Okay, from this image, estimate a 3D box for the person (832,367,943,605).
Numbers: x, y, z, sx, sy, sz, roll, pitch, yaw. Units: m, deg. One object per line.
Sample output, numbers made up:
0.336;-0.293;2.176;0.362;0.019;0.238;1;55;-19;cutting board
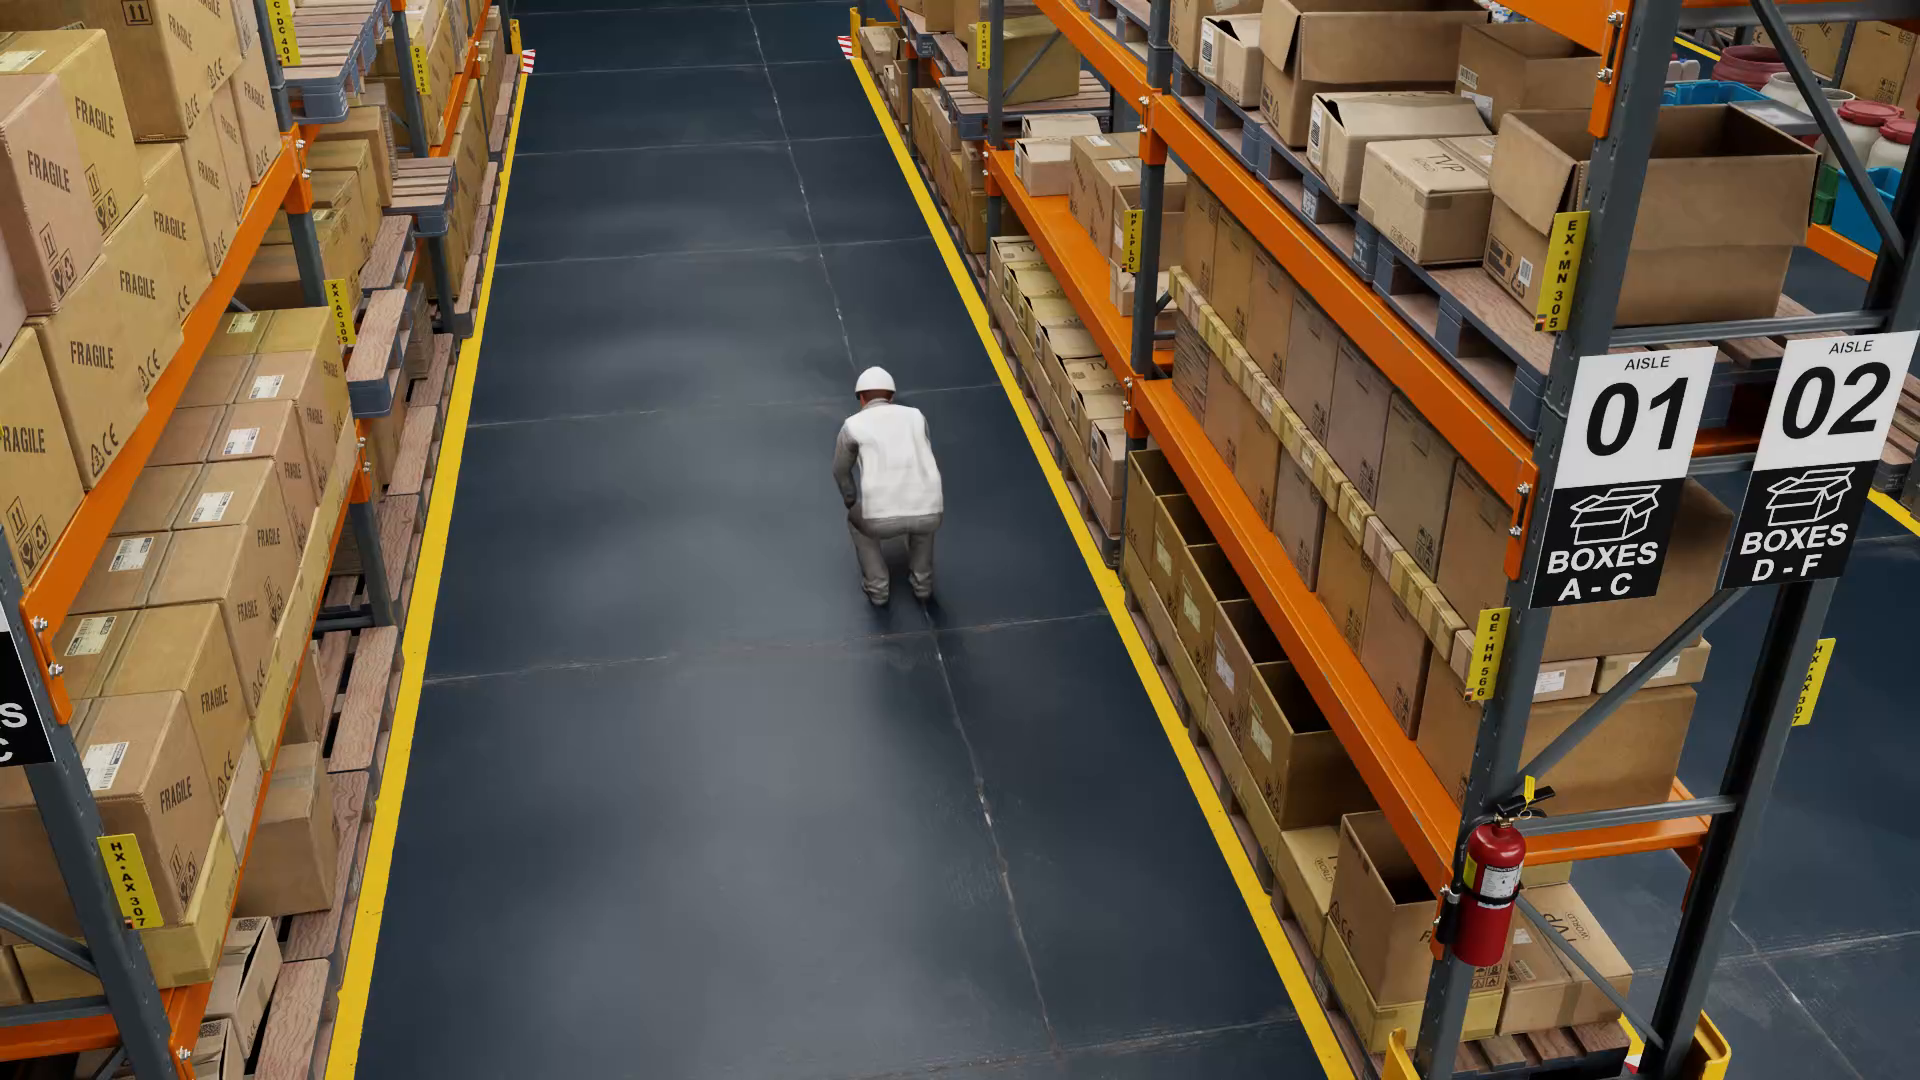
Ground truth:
-0.397;-0.271;9.144;0.570;1.196;0.850;-5;31;-9;person
